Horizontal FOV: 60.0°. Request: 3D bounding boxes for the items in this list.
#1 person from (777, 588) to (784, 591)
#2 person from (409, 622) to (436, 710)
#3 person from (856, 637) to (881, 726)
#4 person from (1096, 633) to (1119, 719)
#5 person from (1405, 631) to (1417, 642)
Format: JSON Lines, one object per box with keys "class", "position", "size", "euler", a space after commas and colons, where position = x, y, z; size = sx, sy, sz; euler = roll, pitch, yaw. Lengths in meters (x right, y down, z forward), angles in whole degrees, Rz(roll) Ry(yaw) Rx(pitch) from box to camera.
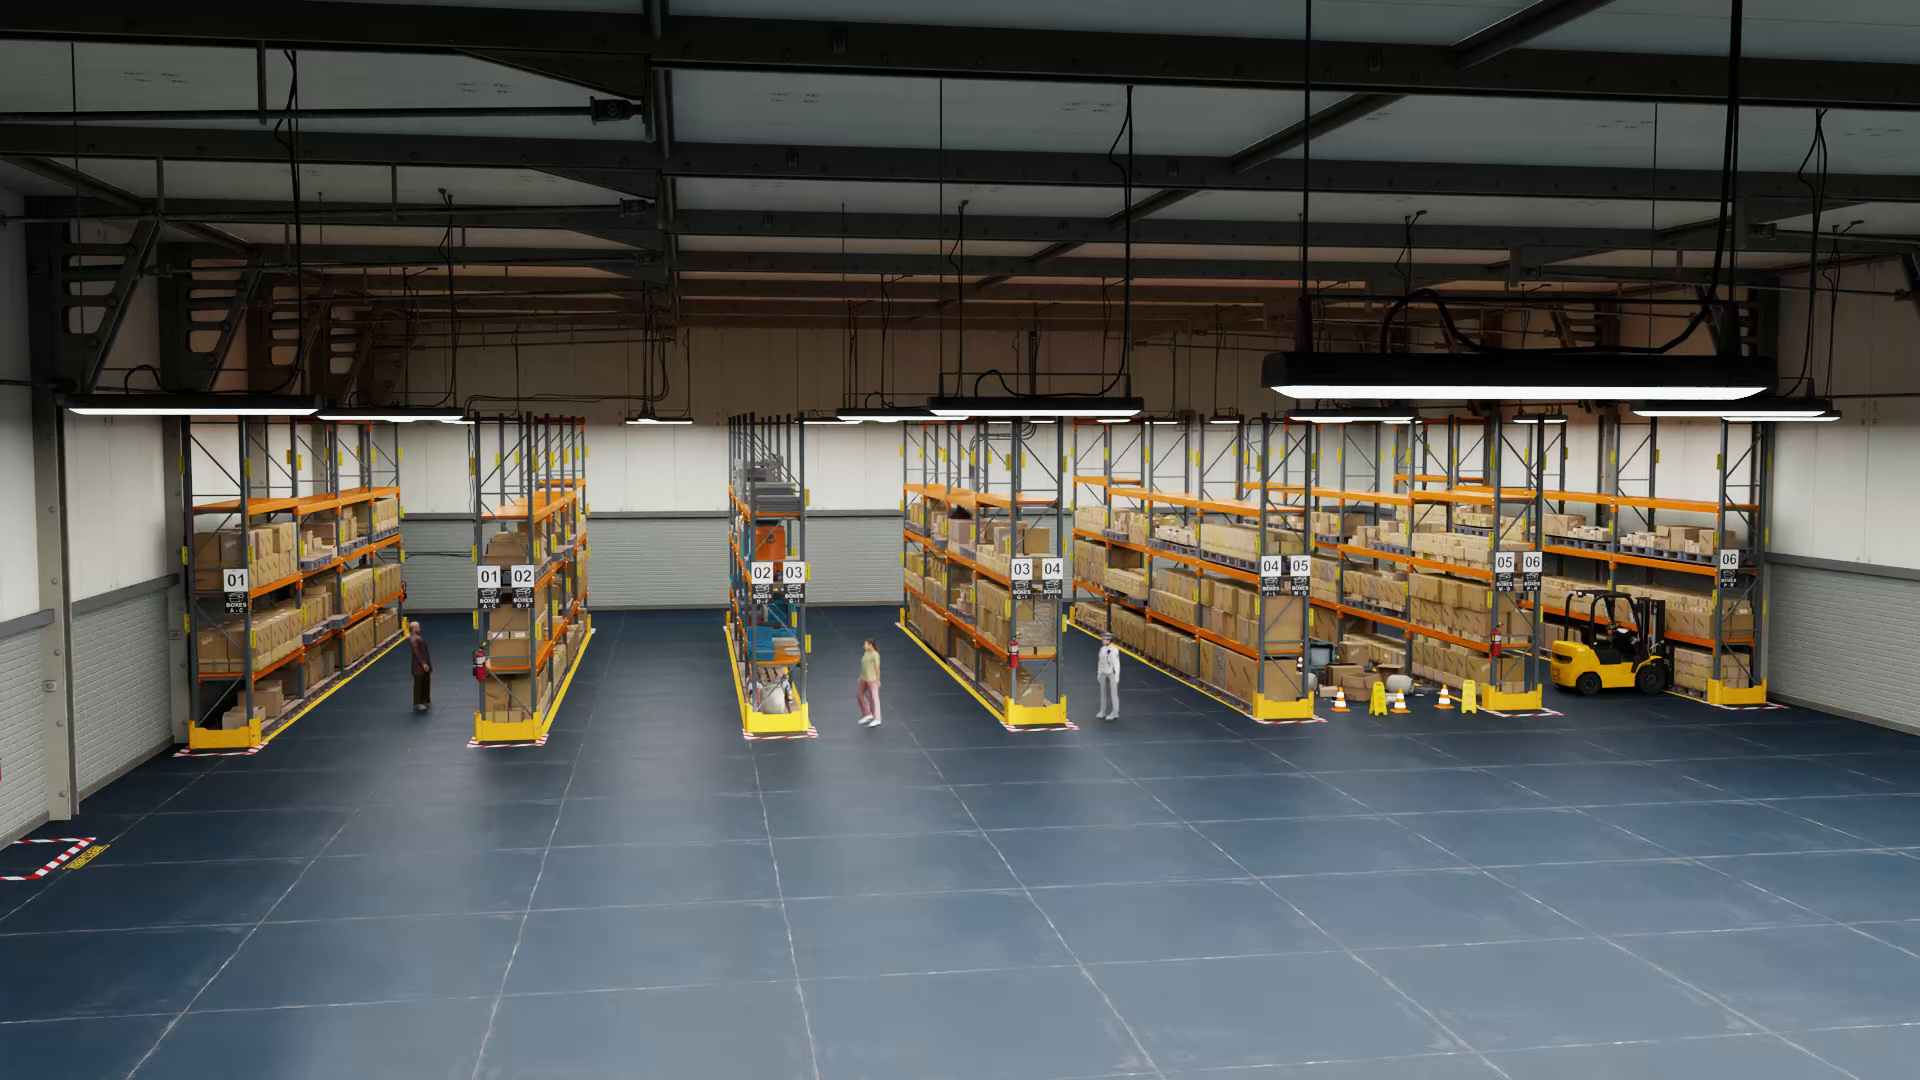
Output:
{"class": "person", "position": [-5.379, 1.582, 48.233], "size": [0.583, 1.816, 0.436], "euler": [0, 4, 2]}
{"class": "person", "position": [-10.921, 2.558, 33.756], "size": [0.593, 1.819, 0.656], "euler": [1, 4, 14]}
{"class": "person", "position": [-1.755, 2.701, 31.924], "size": [0.353, 1.686, 0.521], "euler": [-3, 5, -38]}
{"class": "person", "position": [2.895, 2.666, 32.719], "size": [0.519, 1.661, 0.386], "euler": [4, 5, 45]}
{"class": "person", "position": [11.823, 1.918, 43.696], "size": [0.375, 1.725, 0.517], "euler": [-2, 4, -30]}
